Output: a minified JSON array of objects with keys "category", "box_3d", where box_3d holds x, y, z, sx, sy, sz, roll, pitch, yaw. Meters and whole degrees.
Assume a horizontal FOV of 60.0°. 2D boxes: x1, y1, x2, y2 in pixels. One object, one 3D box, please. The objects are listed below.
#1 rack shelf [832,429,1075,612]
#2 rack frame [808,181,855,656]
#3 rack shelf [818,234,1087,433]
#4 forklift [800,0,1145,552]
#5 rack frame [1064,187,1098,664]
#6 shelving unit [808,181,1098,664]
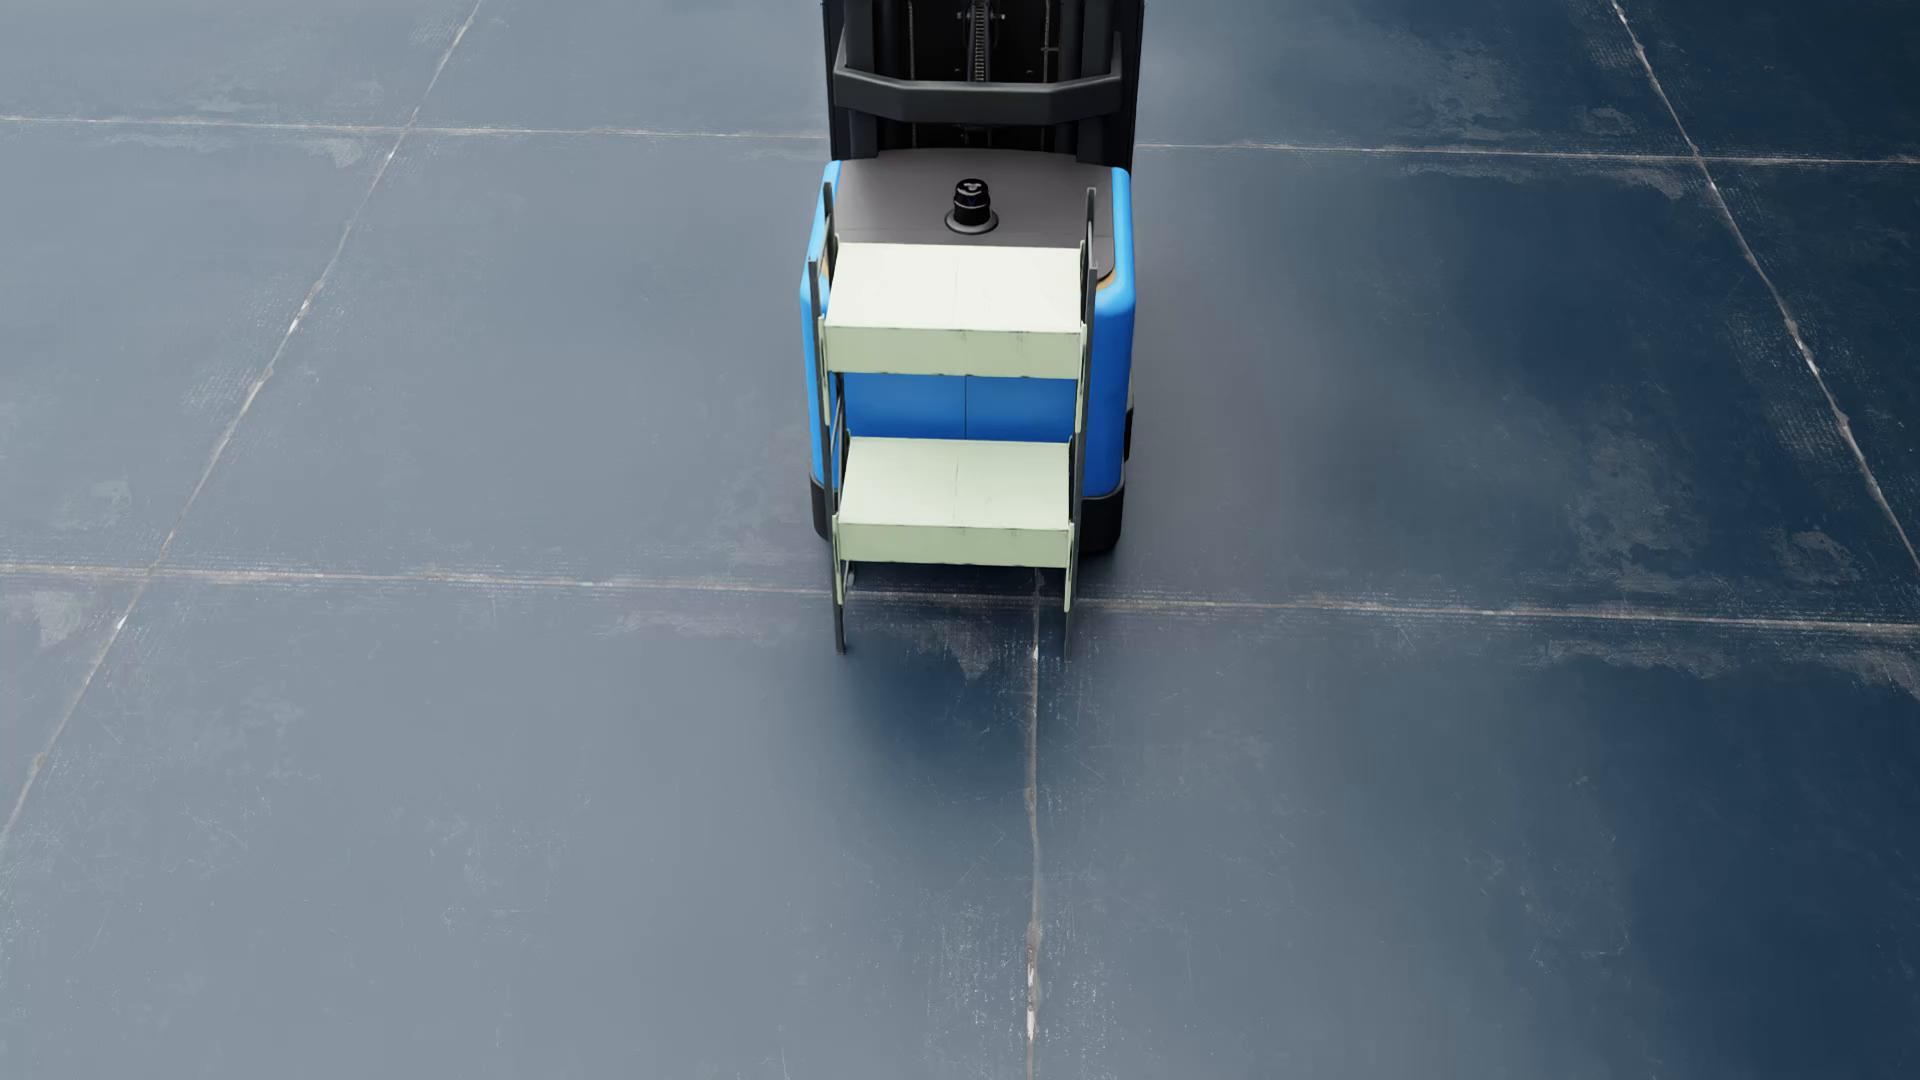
[{"category":"rack shelf","box_3d":[-0.011,-0.062,5.195,0.720,0.370,0.431,2,43,2]},{"category":"rack frame","box_3d":[-0.377,-0.313,4.985,0.023,1.500,0.400,2,43,2]},{"category":"rack shelf","box_3d":[-0.011,-0.586,4.707,0.720,0.370,0.431,2,43,2]},{"category":"forklift","box_3d":[0.090,-2.023,5.771,1.130,2.935,3.031,2,43,2]},{"category":"rack frame","box_3d":[0.355,-0.289,4.960,0.023,1.500,0.400,2,43,2]},{"category":"shelving unit","box_3d":[-0.011,-0.301,4.973,0.755,1.500,0.431,2,43,2]}]
